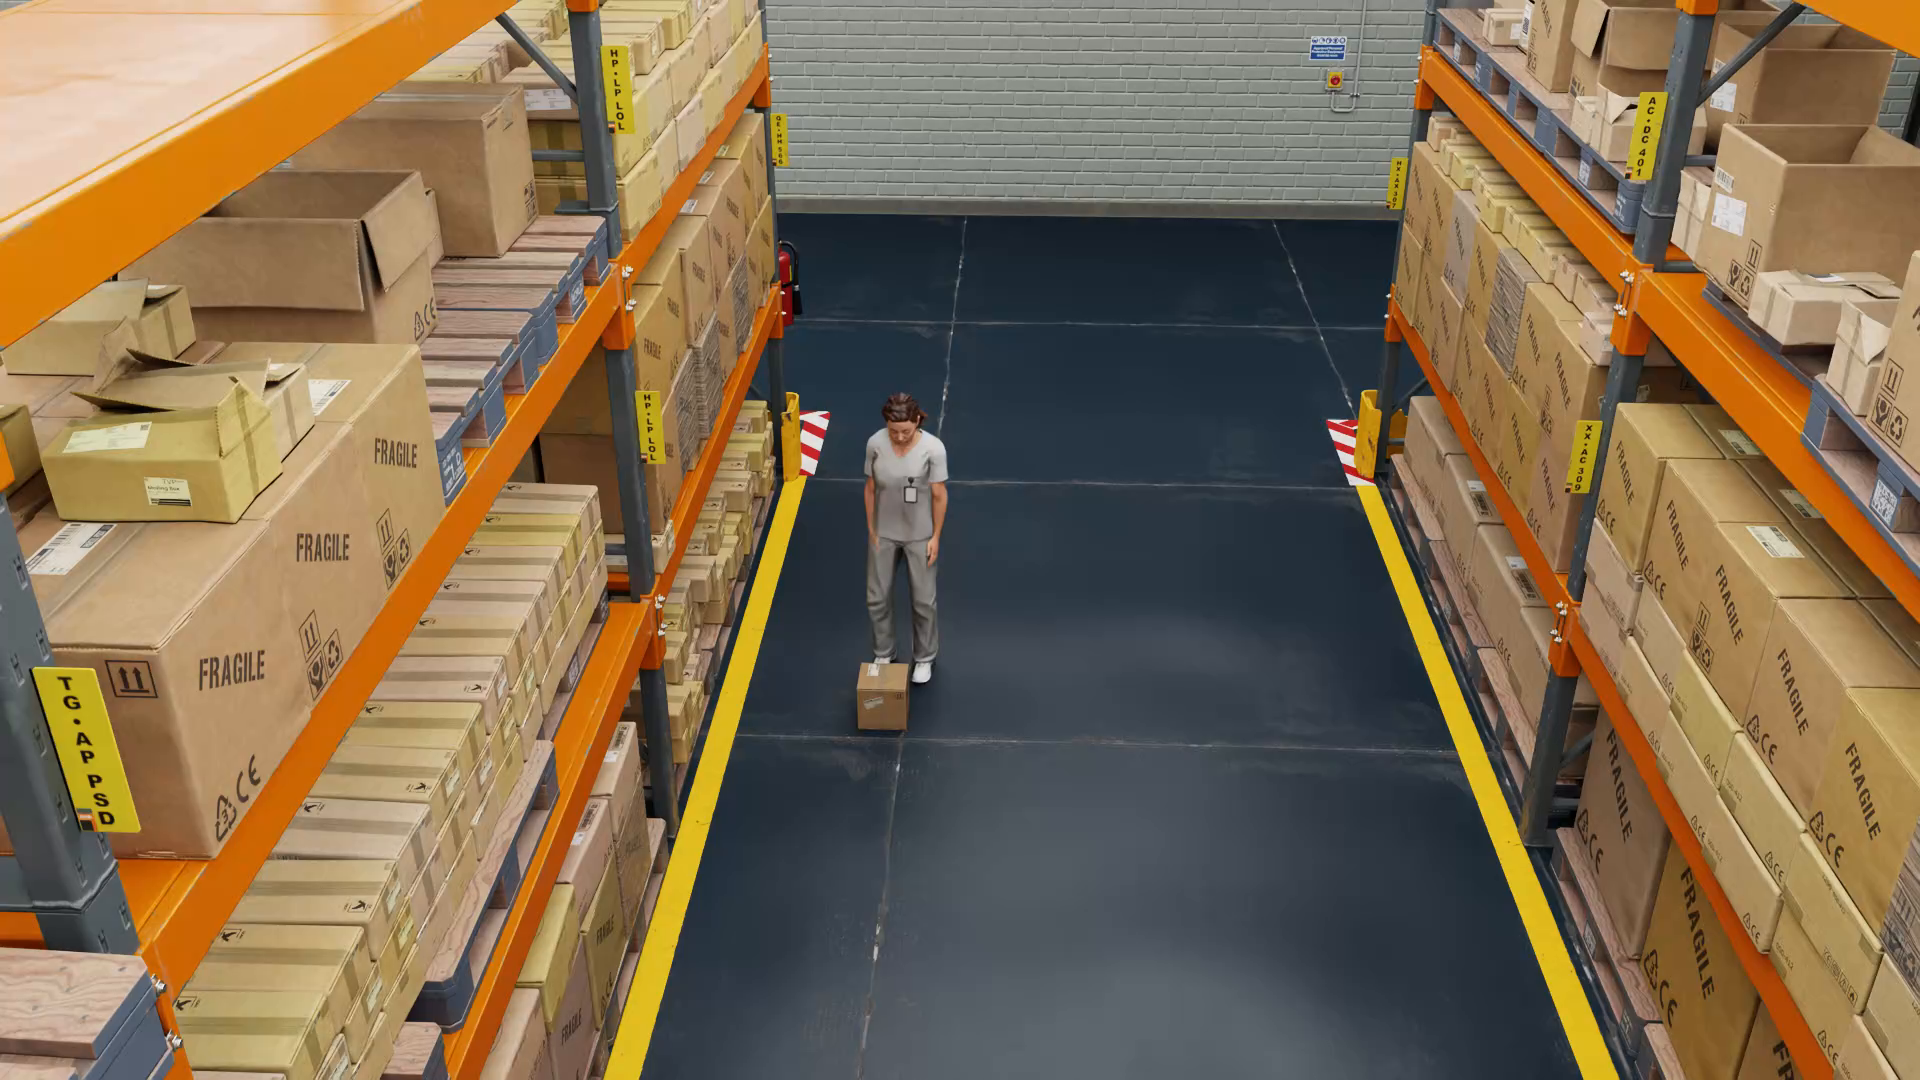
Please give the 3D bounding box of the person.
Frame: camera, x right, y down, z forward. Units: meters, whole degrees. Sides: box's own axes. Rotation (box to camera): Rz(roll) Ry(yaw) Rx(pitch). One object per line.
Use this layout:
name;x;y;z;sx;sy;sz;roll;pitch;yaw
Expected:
person;-0.281;-0.028;8.704;0.451;1.657;0.344;6;29;11
